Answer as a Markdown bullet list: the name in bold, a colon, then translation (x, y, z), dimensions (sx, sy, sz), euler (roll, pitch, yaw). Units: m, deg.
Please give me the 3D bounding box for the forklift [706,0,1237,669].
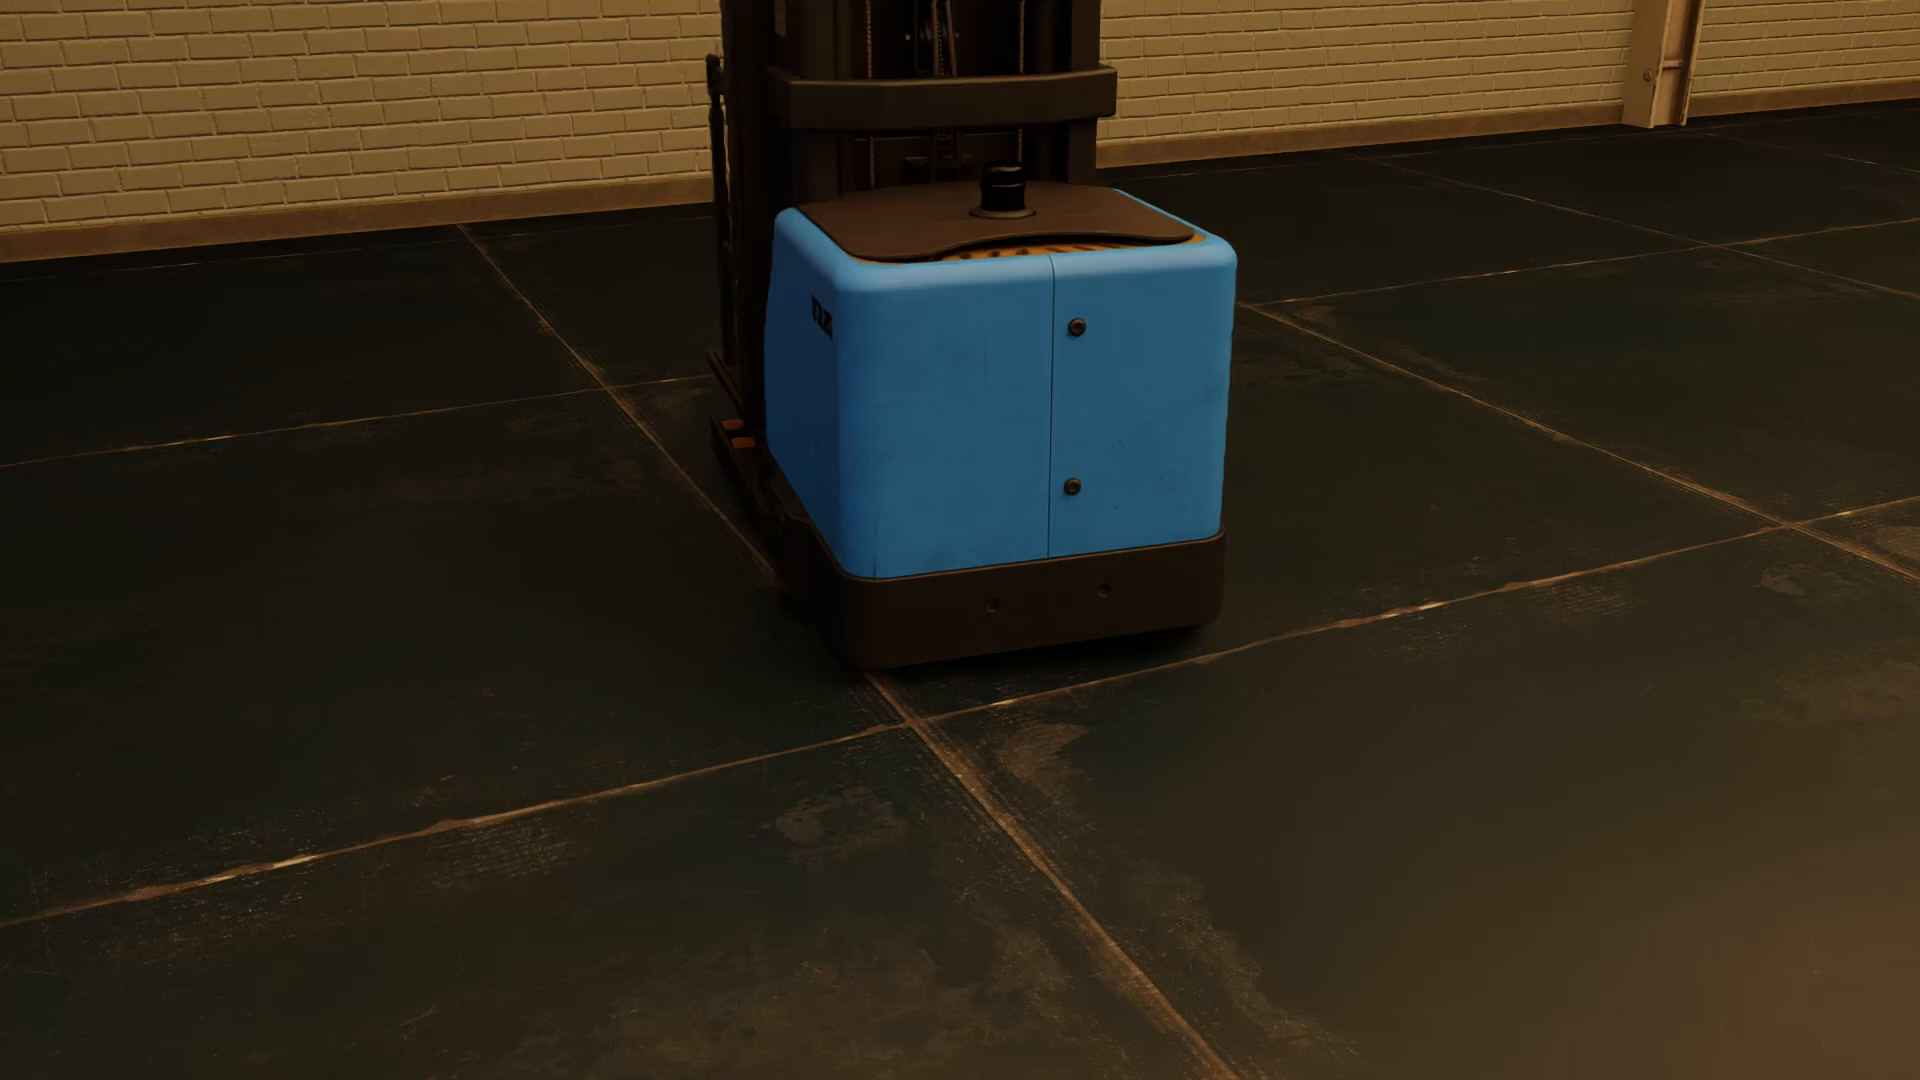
- **forklift**: translation (-0.222, -1.570, 5.065), dimensions (1.130, 2.935, 3.031), euler (-7, 23, -16)
